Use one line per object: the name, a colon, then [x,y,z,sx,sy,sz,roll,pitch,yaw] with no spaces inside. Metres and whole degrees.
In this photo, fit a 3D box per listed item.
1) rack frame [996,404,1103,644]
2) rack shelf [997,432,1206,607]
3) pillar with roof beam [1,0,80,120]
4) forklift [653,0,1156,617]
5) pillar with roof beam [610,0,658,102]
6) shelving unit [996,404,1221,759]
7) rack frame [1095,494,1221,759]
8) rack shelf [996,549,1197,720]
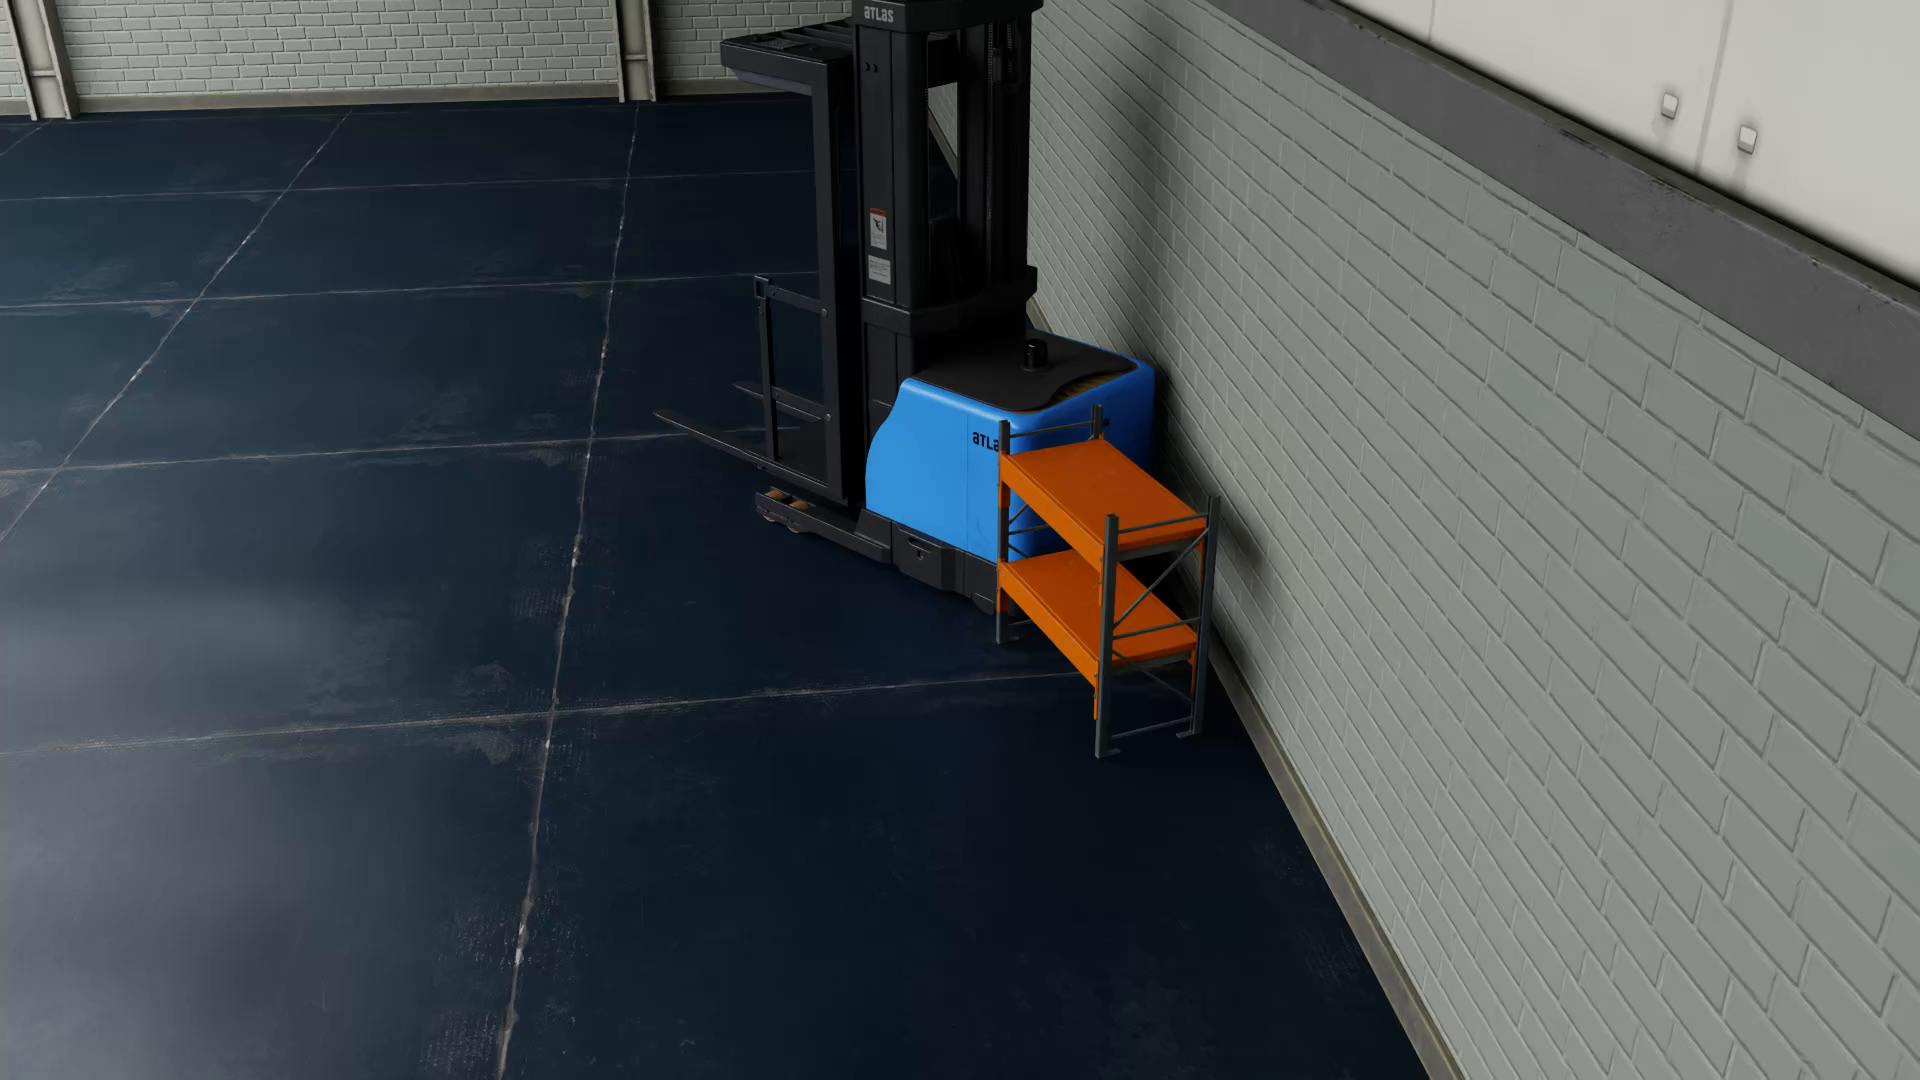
rack frame: [0.406,-0.062,7.639,0.500,1.125,0.032,-11,29,-20]
rack shelf: [0.605,-0.109,7.089,0.538,0.278,1.000,-11,29,-20]
pillar with roof beam: [-8.845,-6.490,11.540,0.400,9.000,9.100,-4,27,-7]
forklift: [-0.458,-1.497,8.458,3.031,2.935,1.130,23,35,37]
pillar with roof beam: [-2.903,-6.871,12.284,0.400,9.000,9.100,-4,27,-7]
shelving unit: [0.605,0.152,7.222,0.538,1.125,1.048,-11,29,-20]
rack frame: [0.803,0.365,6.806,0.500,1.125,0.032,-11,29,-20]
rack shelf: [0.605,0.369,7.334,0.538,0.278,1.000,-11,29,-20]
